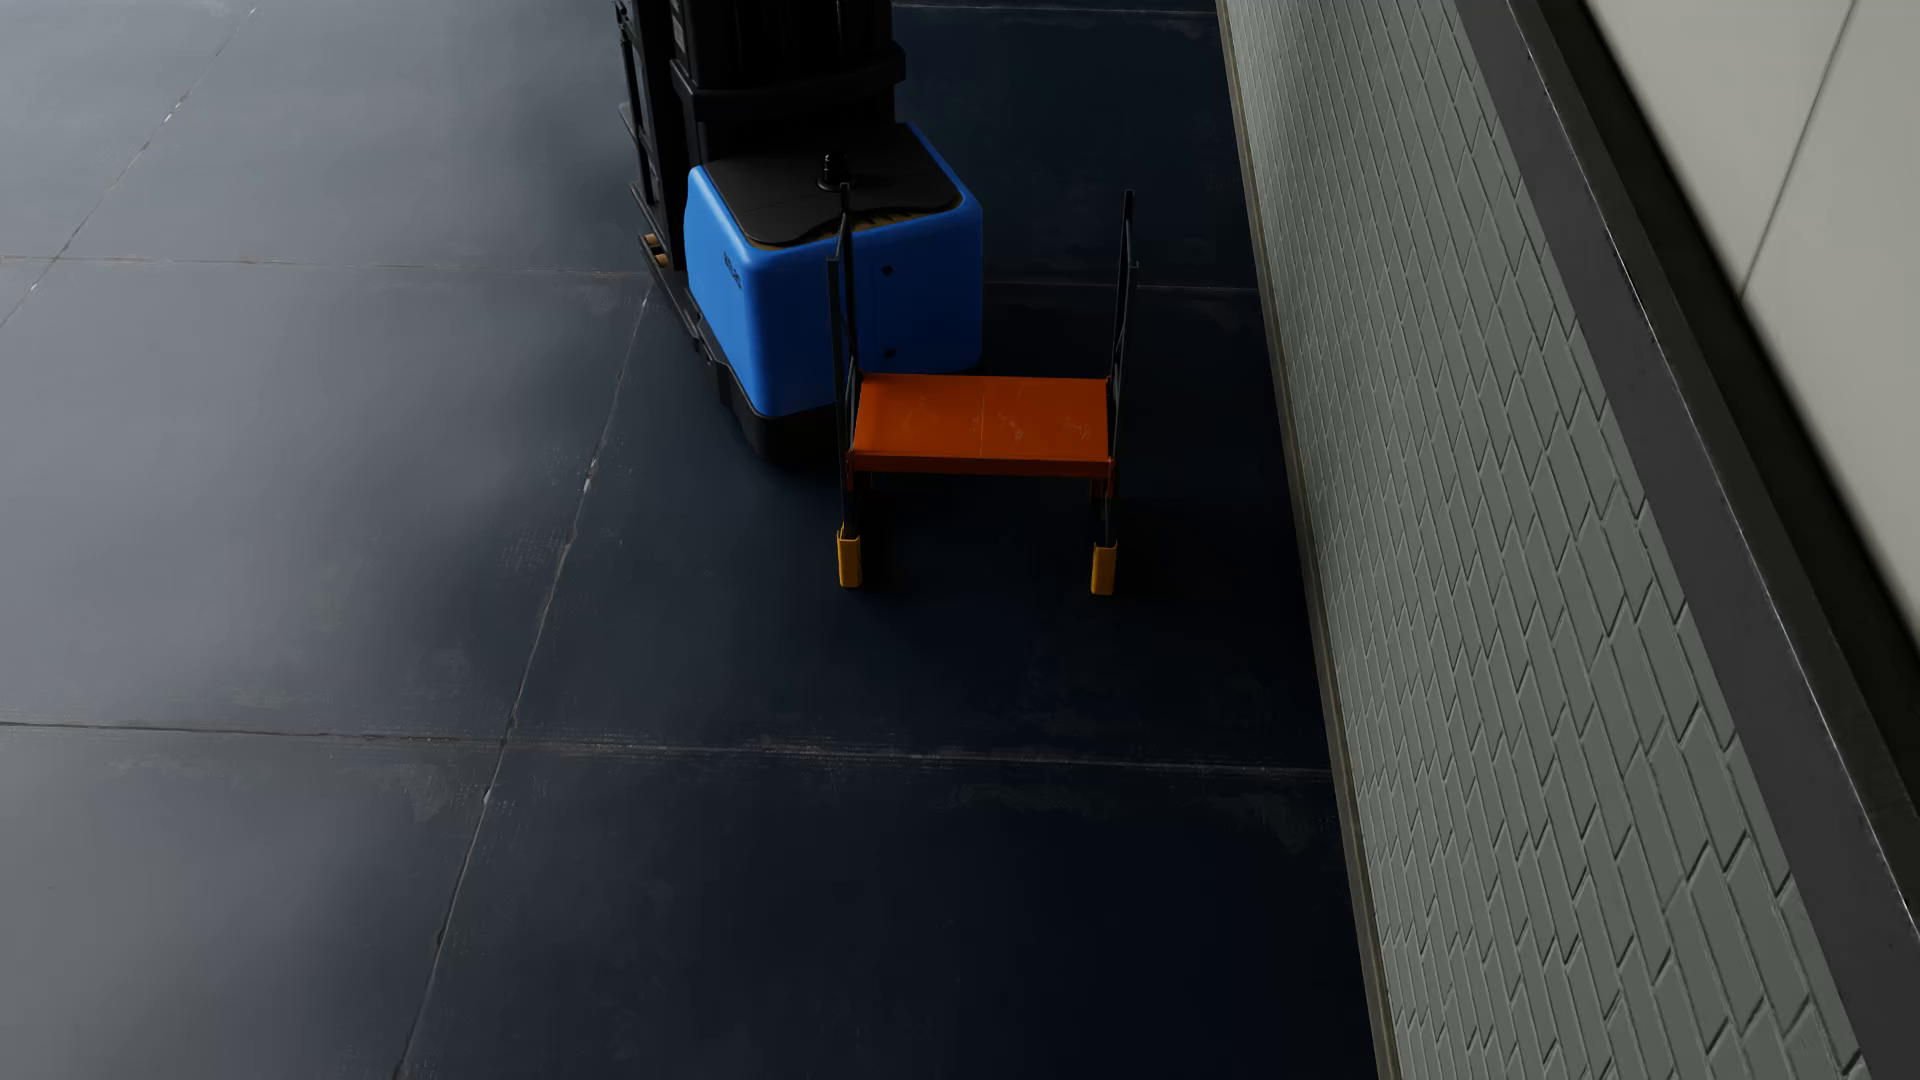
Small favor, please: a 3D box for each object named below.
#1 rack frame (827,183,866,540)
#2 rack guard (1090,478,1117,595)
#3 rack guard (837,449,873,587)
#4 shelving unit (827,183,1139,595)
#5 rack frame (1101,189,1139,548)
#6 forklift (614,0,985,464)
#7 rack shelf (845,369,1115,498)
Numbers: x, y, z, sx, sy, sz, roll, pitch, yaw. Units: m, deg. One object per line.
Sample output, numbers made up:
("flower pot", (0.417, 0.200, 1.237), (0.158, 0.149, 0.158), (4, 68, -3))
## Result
("rack frame", (-0.423, -0.562, 6.288), (0.032, 1.500, 0.500), (2, 43, 2))
("rack guard", (0.574, -0.074, 6.681), (0.087, 0.250, 0.587), (2, 43, 2))
("rack guard", (-0.421, -0.104, 6.714), (0.087, 0.250, 0.587), (2, 43, 2))
("shelving unit", (0.076, -0.546, 6.272), (1.083, 1.500, 0.587), (2, 43, 2))
("rack frame", (0.593, -0.531, 6.255), (0.032, 1.500, 0.500), (2, 43, 2))
("forklift", (-0.937, -2.409, 7.221), (1.130, 2.935, 3.031), (-16, 45, -17))
("rack shelf", (0.085, -0.415, 6.394), (1.000, 0.185, 0.538), (2, 43, 2))
